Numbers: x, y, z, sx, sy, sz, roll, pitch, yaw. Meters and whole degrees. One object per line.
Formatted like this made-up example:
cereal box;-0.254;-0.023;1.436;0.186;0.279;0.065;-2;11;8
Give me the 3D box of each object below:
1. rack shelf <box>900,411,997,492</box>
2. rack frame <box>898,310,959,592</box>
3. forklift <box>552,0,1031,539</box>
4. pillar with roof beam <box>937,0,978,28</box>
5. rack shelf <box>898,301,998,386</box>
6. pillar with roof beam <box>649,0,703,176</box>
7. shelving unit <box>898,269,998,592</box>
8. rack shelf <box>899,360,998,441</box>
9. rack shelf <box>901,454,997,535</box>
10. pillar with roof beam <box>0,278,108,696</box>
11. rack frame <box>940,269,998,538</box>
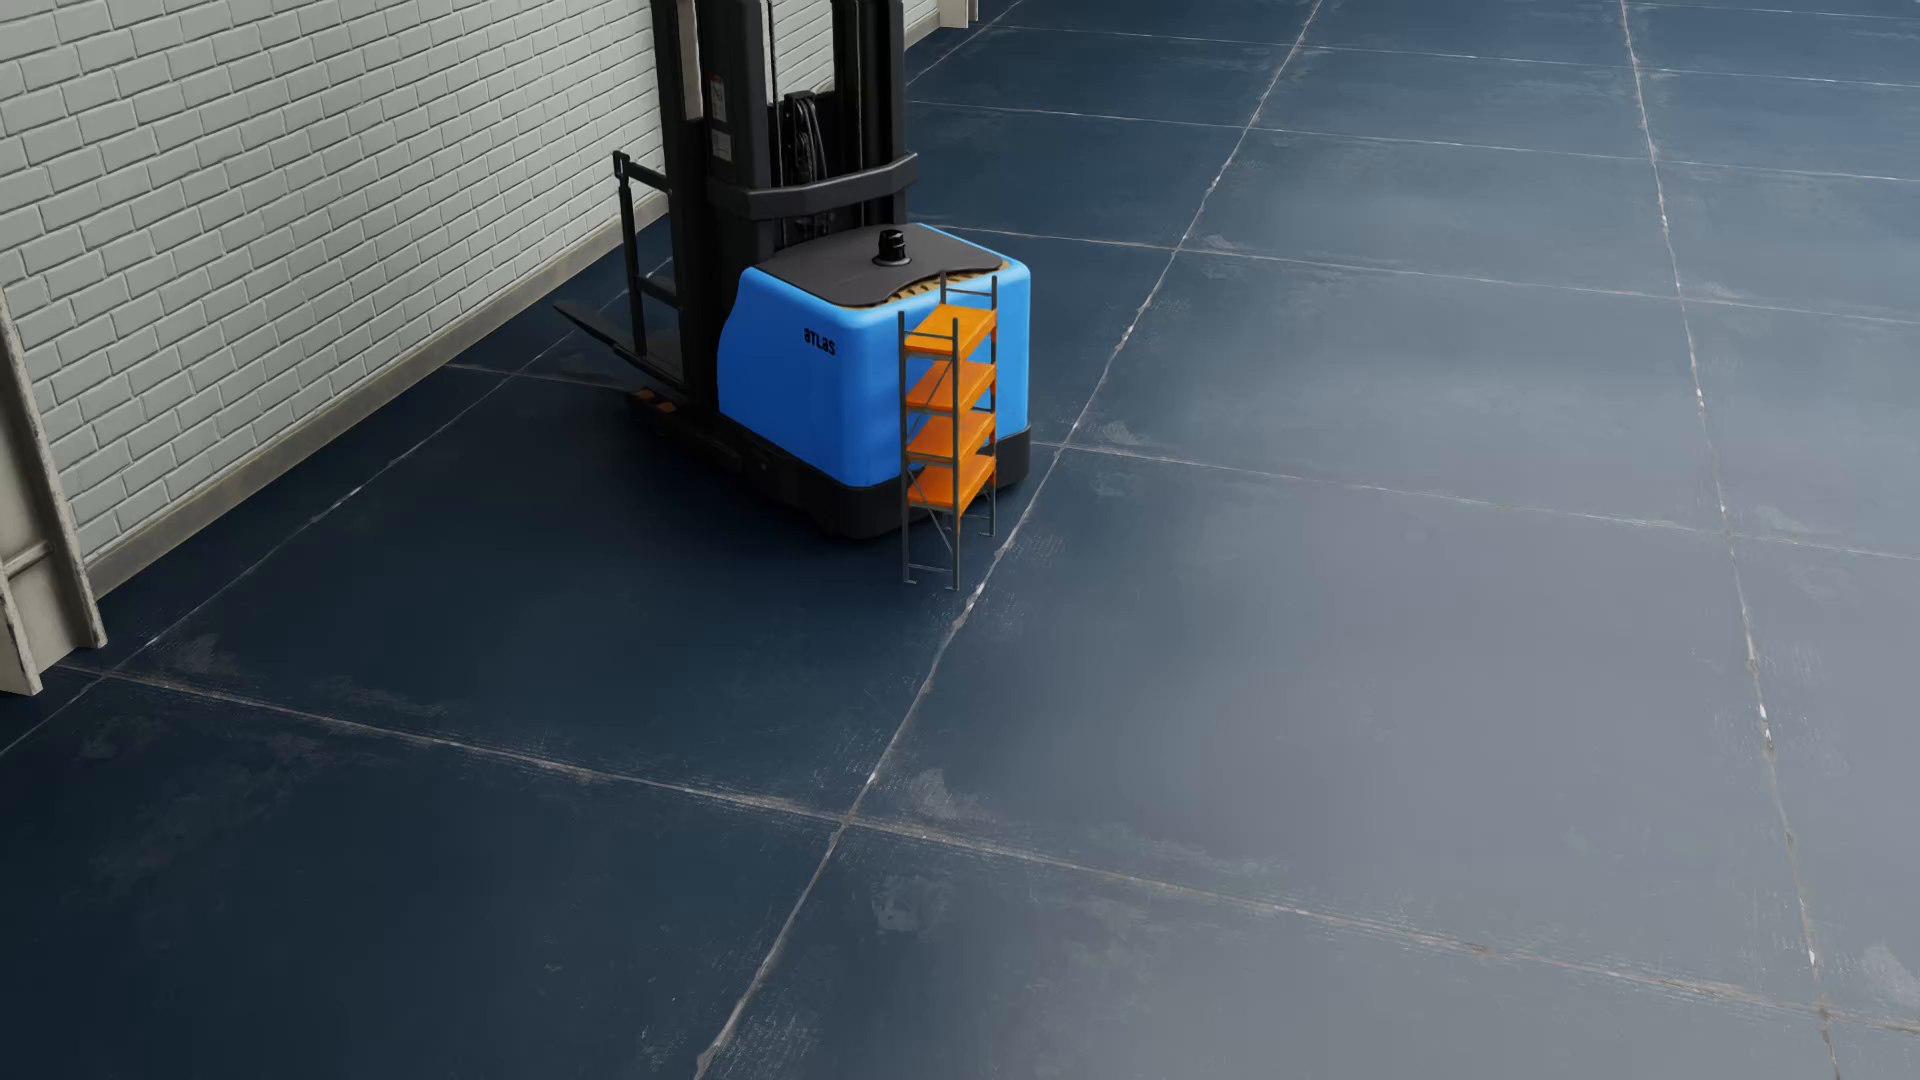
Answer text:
rack shelf;-0.042;-0.386;6.847;0.258;0.148;0.480;9;30;16
rack frame;-0.121;-0.332;6.613;0.240;1.200;0.015;9;30;16
forklift;-1.010;-1.929;7.703;1.130;2.935;3.031;-22;36;-34
pillar with roof beam;4.089;-8.426;13.140;9.100;9.000;0.400;8;30;15
rack shelf;-0.042;-0.788;6.624;0.258;0.148;0.480;9;30;16
pillar with roof beam;2.328;-5.638;8.128;9.100;9.000;0.400;8;30;15
shelving unit;-0.042;-0.444;6.815;0.258;1.200;0.503;9;30;16
rack shelf;-0.042;-0.581;6.739;0.258;0.148;0.480;9;30;16
rack shelf;-0.042;-0.212;6.944;0.258;0.148;0.480;9;30;16
pillar with roof beam;0.567;-2.850;3.116;9.100;9.000;0.400;8;30;15
rack frame;0.036;-0.557;7.016;0.240;1.200;0.015;9;30;16
